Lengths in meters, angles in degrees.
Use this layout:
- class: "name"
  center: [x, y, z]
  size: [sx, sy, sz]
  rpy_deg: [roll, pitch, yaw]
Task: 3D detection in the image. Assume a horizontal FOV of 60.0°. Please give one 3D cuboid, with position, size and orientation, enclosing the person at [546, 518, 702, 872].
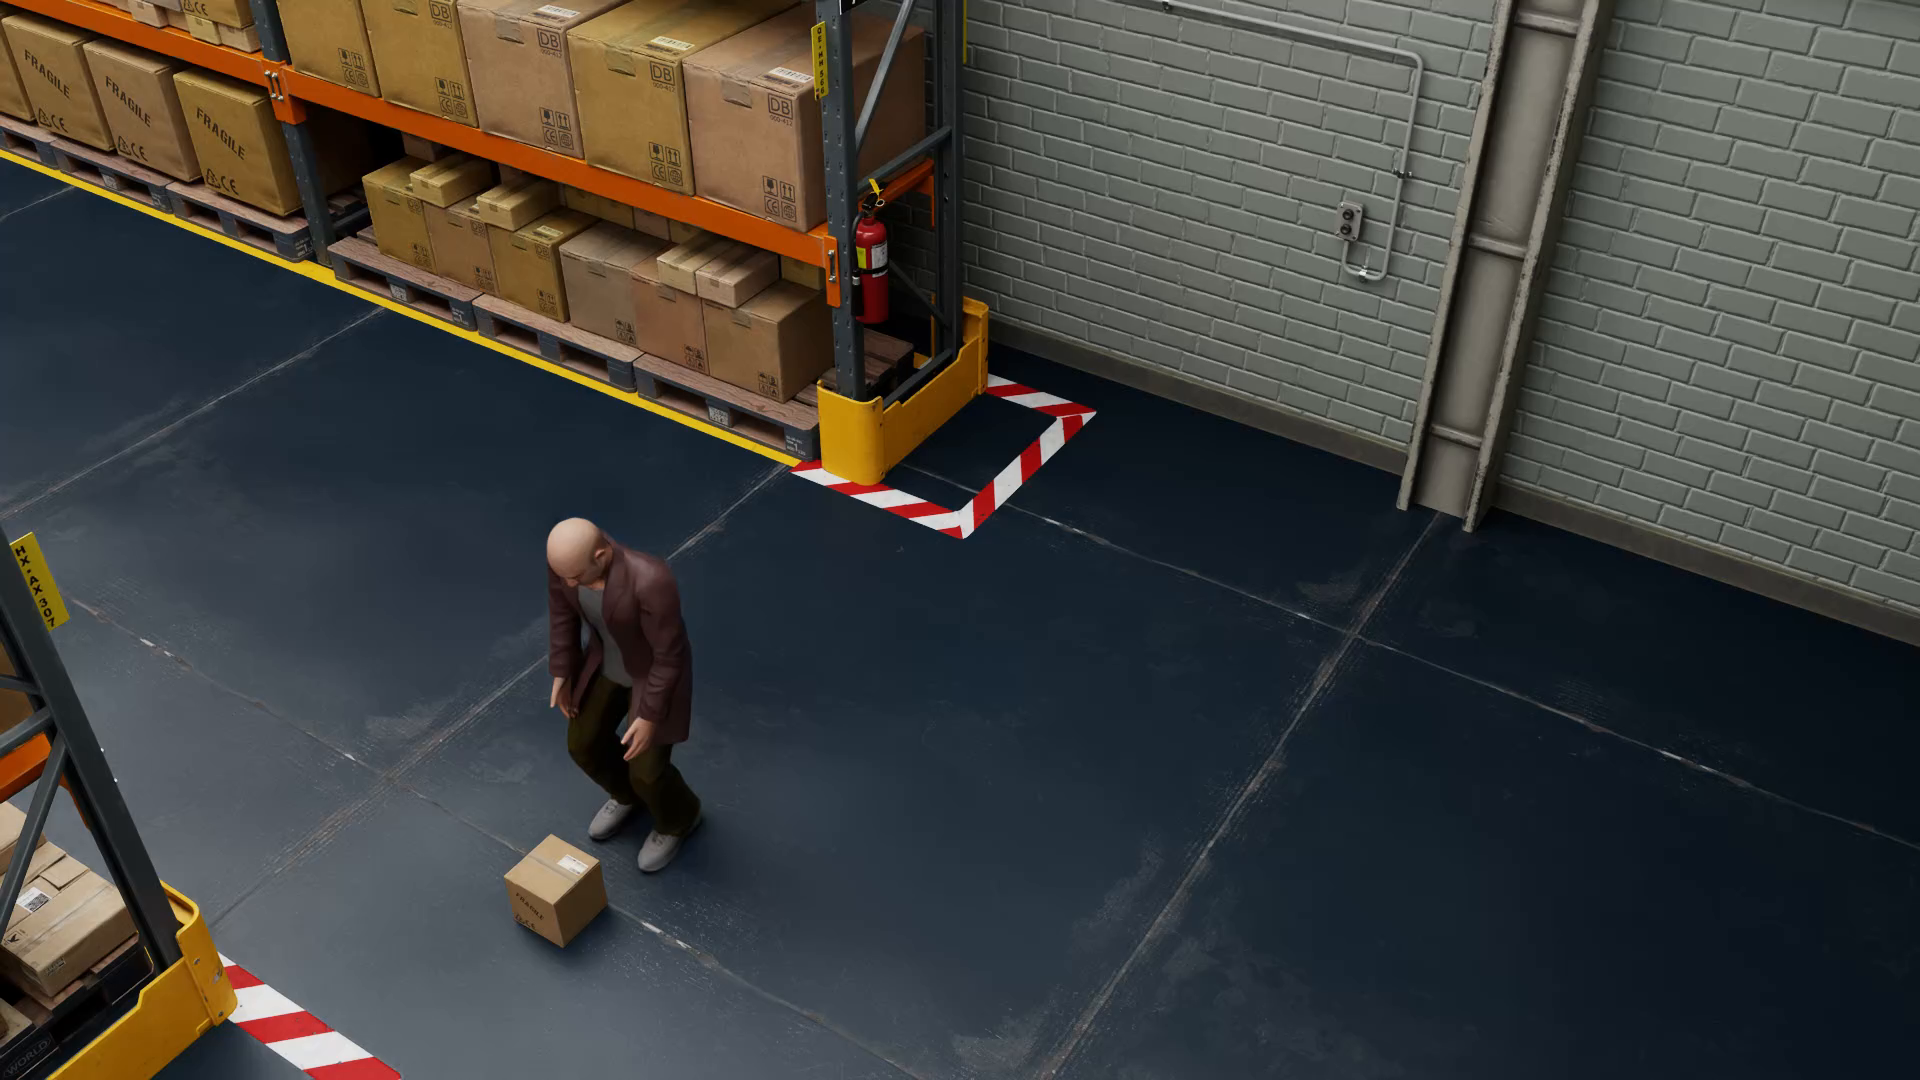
- class: "person"
  center: [-1.221, 0.514, 6.142]
  size: [0.611, 1.653, 0.522]
  rpy_deg: [22, 43, 26]
